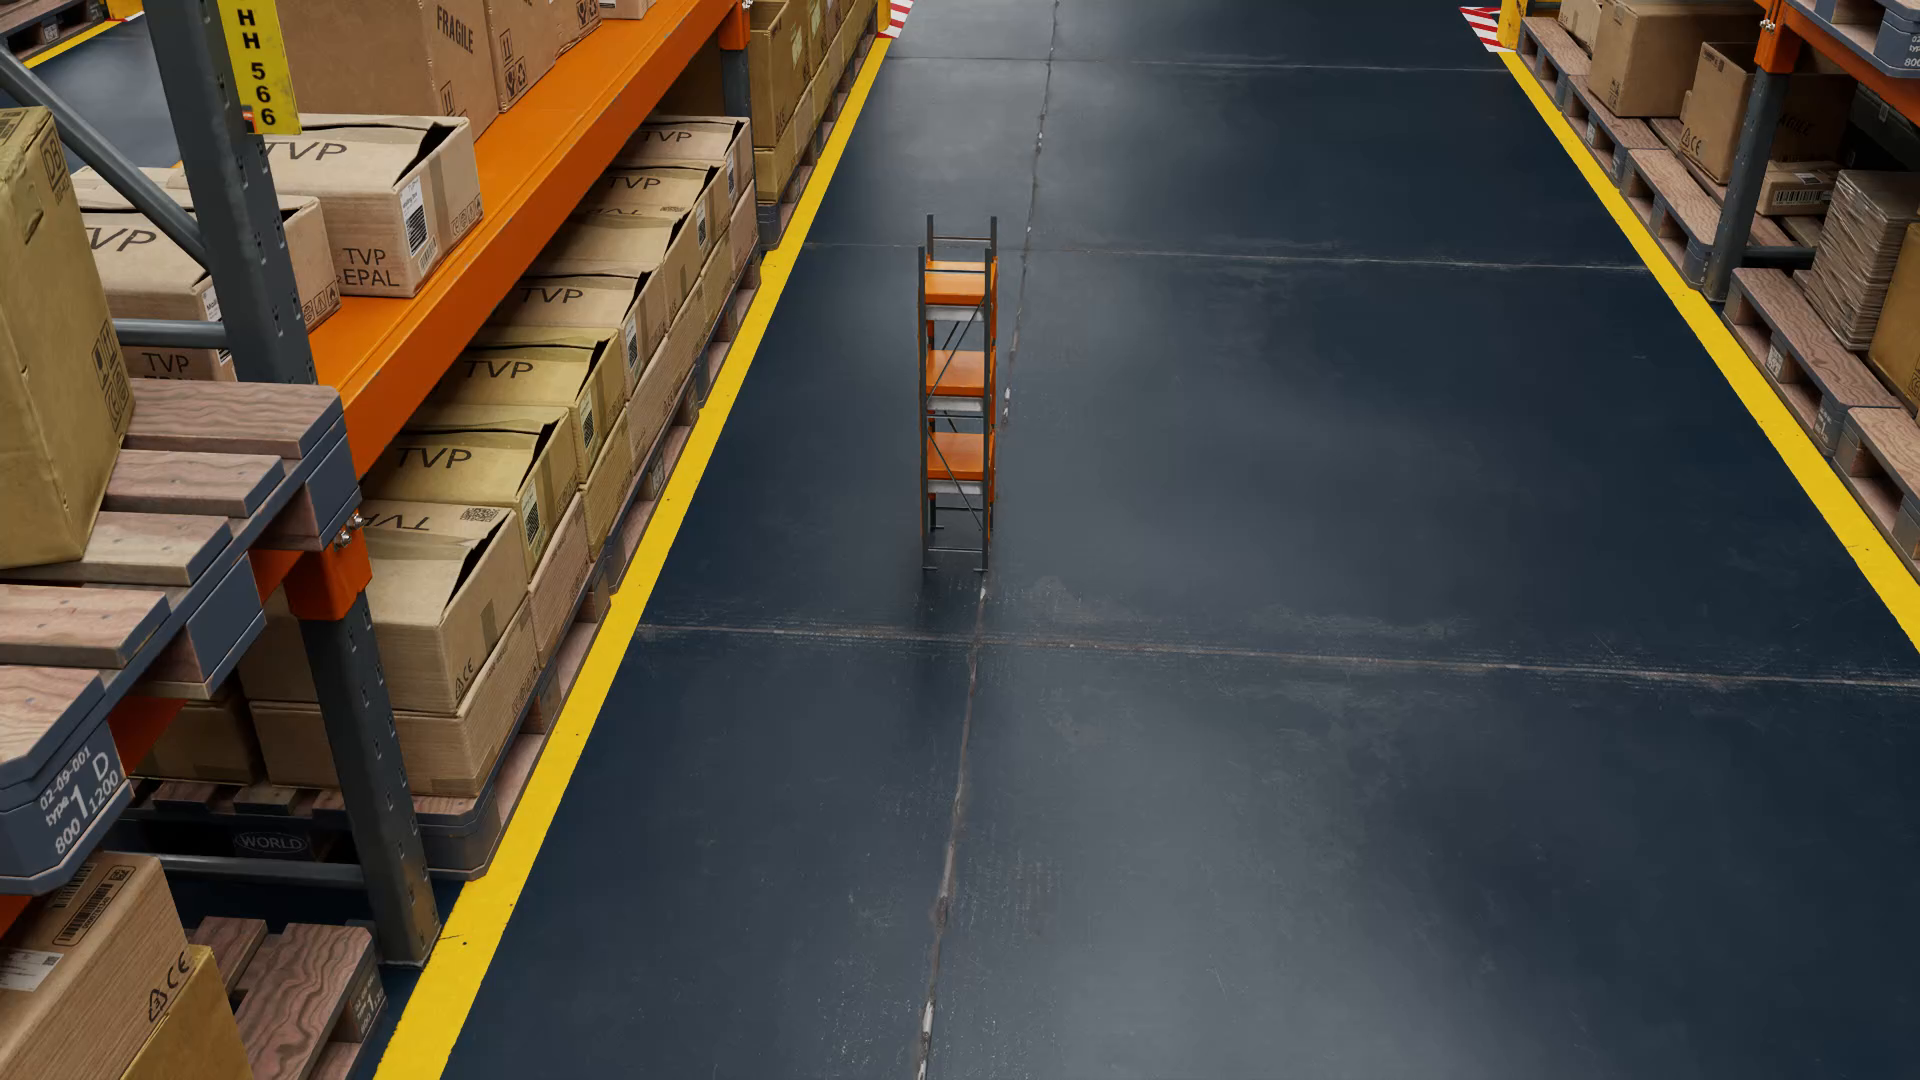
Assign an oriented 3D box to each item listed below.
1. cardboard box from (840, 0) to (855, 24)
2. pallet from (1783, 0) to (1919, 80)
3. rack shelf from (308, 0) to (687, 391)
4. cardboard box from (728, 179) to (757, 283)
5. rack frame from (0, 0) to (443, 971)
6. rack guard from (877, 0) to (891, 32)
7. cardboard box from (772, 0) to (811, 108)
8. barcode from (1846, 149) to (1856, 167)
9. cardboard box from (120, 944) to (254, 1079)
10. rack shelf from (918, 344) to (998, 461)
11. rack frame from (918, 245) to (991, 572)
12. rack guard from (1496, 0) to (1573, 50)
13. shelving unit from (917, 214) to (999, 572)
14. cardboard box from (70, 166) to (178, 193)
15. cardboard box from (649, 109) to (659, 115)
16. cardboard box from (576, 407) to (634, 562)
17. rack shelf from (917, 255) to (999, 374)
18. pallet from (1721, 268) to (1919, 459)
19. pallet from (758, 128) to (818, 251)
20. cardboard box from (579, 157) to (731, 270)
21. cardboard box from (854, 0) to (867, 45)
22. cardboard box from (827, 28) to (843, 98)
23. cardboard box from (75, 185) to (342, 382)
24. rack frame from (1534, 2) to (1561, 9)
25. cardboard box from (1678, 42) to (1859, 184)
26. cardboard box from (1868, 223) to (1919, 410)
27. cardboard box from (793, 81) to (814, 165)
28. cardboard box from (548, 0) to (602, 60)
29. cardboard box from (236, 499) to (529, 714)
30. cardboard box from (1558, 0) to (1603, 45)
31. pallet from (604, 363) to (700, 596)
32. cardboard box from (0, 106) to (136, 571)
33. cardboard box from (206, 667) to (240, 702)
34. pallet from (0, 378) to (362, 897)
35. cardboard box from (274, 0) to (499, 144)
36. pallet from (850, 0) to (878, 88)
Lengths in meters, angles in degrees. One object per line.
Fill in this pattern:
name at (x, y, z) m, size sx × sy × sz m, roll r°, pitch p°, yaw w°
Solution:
cardboard box at (-0.849, -3.068, 8.875) m, size 0.500 × 0.500 × 0.500 m, roll 2°, pitch 32°, yaw 4°
pallet at (3.370, -1.781, 5.463) m, size 1.003 × 0.211 × 1.213 m, roll 2°, pitch 32°, yaw 4°
rack shelf at (-1.523, -1.197, 4.832) m, size 0.919 × 0.124 × 3.809 m, roll 2°, pitch 32°, yaw 4°
cardboard box at (-1.105, -1.244, 6.631) m, size 0.500 × 0.250 × 0.500 m, roll 2°, pitch 32°, yaw 4°
rack frame at (-1.686, -0.374, 2.998) m, size 1.000 × 3.000 × 0.127 m, roll 2°, pitch 32°, yaw 4°
rack guard at (-1.033, -3.505, 10.462) m, size 1.175 × 0.500 × 0.348 m, roll 2°, pitch 32°, yaw 4°
cardboard box at (-0.978, -2.284, 7.603) m, size 0.500 × 0.500 × 0.500 m, roll 2°, pitch 32°, yaw 4°
barcode at (3.945, -1.691, 7.366) m, size 0.001 × 0.075 × 0.075 m, roll 2°, pitch 32°, yaw 4°
cardboard box at (-1.528, 1.002, 2.728) m, size 0.500 × 0.500 × 0.500 m, roll 4°, pitch 32°, yaw 6°
rack shelf at (-0.004, -0.410, 4.935) m, size 0.215 × 0.259 × 0.240 m, roll 2°, pitch 32°, yaw 4°
rack frame at (-0.014, -0.355, 4.826) m, size 0.200 × 1.050 × 0.008 m, roll 2°, pitch 32°, yaw 4°
rack guard at (3.896, -3.244, 10.037) m, size 1.175 × 0.500 × 0.348 m, roll 2°, pitch 32°, yaw 4°
shelving unit at (-0.004, -0.419, 4.929) m, size 0.215 × 1.050 × 0.252 m, roll 2°, pitch 32°, yaw 4°
cardboard box at (-1.888, -0.749, 3.846) m, size 0.380 × 0.149 × 0.250 m, roll 2°, pitch 32°, yaw 4°
cardboard box at (-1.541, -1.725, 7.411) m, size 0.500 × 0.250 × 0.500 m, roll 2°, pitch 32°, yaw 4°
cardboard box at (-1.275, -0.178, 4.901) m, size 0.500 × 0.250 × 0.500 m, roll 2°, pitch 32°, yaw 3°
rack shelf at (-0.004, -0.652, 4.786) m, size 0.215 × 0.259 × 0.240 m, roll 2°, pitch 32°, yaw 4°
pallet at (3.515, -0.662, 6.122) m, size 1.003 × 0.211 × 1.213 m, roll 2°, pitch 32°, yaw 4°
pallet at (-1.254, -1.692, 7.795) m, size 1.003 × 0.211 × 1.213 m, roll 2°, pitch 32°, yaw 4°
cardboard box at (-1.144, -1.216, 6.050) m, size 0.500 × 0.311 × 0.500 m, roll 3°, pitch 32°, yaw 5°
cardboard box at (-0.813, -3.010, 9.496) m, size 0.500 × 0.250 × 0.500 m, roll 2°, pitch 32°, yaw 4°
cardboard box at (-0.894, -2.487, 8.648) m, size 0.500 × 0.250 × 0.500 m, roll 2°, pitch 32°, yaw 4°
cardboard box at (-1.613, -0.524, 3.326) m, size 0.500 × 0.311 × 0.500 m, roll 4°, pitch 32°, yaw 7°
rack frame at (3.899, -4.348, 9.446) m, size 0.949 × 2.616 × 0.053 m, roll 2°, pitch 32°, yaw 4°
cardboard box at (3.622, -1.923, 7.475) m, size 0.500 × 0.500 × 0.500 m, roll 0°, pitch 32°, yaw 0°
cardboard box at (3.542, -0.721, 5.524) m, size 0.700 × 0.500 × 0.500 m, roll 2°, pitch 32°, yaw 3°
cardboard box at (-0.975, -1.964, 7.799) m, size 0.500 × 0.250 × 0.500 m, roll 2°, pitch 32°, yaw 4°
cardboard box at (-1.482, -1.832, 5.268) m, size 0.500 × 0.500 × 0.500 m, roll 5°, pitch 32°, yaw 8°
cardboard box at (-1.351, 0.118, 3.886) m, size 0.500 × 0.311 × 0.500 m, roll 3°, pitch 32°, yaw 6°
cardboard box at (3.757, -3.032, 9.454) m, size 0.500 × 0.311 × 0.500 m, roll -1°, pitch 32°, yaw -2°
pallet at (-1.478, -0.252, 5.457) m, size 1.003 × 0.211 × 1.213 m, roll 2°, pitch 32°, yaw 4°
cardboard box at (-1.625, -0.261, 2.319) m, size 0.700 × 0.500 × 0.500 m, roll -8°, pitch 33°, yaw -13°
cardboard box at (-1.889, 0.095, 3.923) m, size 0.500 × 0.311 × 0.500 m, roll 3°, pitch 32°, yaw 5°
pallet at (-1.671, 0.065, 2.468) m, size 1.213 × 0.211 × 1.003 m, roll 2°, pitch 32°, yaw 4°
cardboard box at (-1.566, -1.294, 4.396) m, size 0.500 × 0.500 × 0.500 m, roll 1°, pitch 32°, yaw 1°
pallet at (-1.055, -2.968, 9.865) m, size 1.003 × 0.211 × 1.213 m, roll 2°, pitch 32°, yaw 4°
